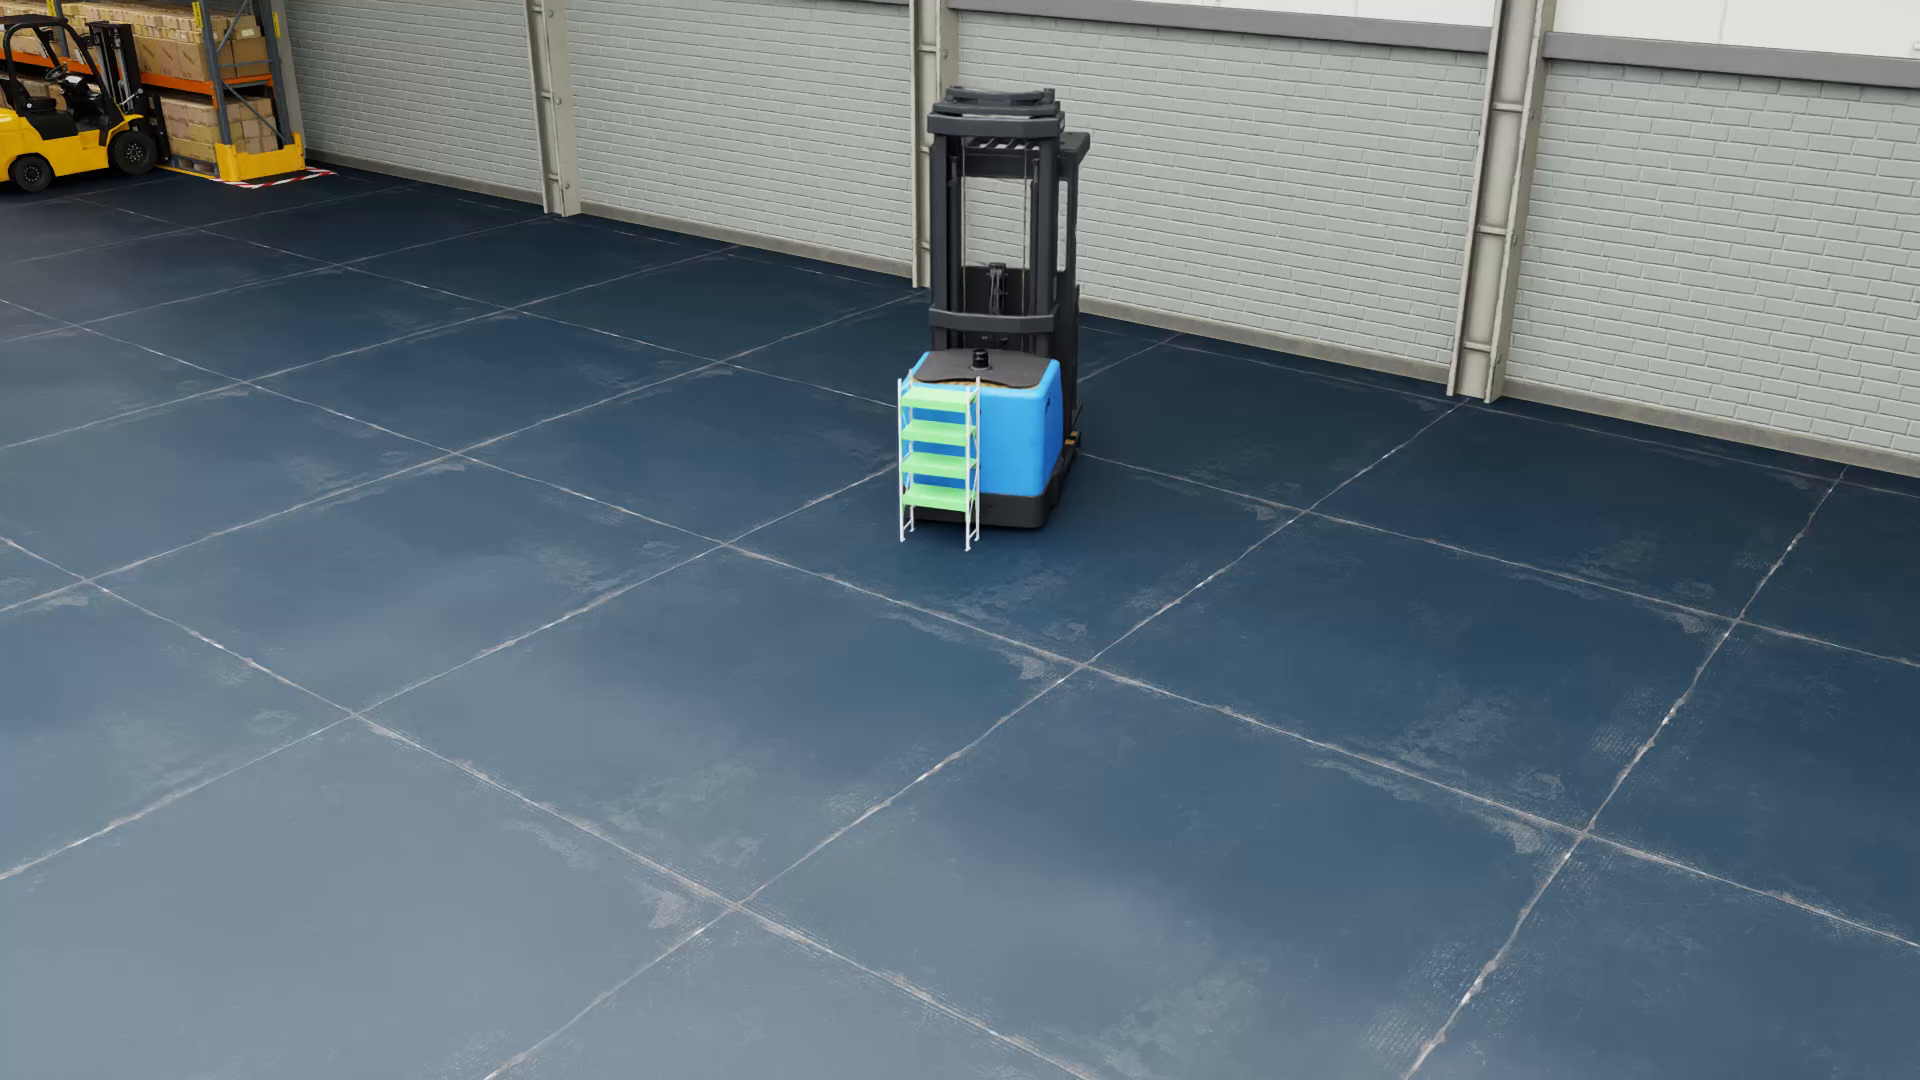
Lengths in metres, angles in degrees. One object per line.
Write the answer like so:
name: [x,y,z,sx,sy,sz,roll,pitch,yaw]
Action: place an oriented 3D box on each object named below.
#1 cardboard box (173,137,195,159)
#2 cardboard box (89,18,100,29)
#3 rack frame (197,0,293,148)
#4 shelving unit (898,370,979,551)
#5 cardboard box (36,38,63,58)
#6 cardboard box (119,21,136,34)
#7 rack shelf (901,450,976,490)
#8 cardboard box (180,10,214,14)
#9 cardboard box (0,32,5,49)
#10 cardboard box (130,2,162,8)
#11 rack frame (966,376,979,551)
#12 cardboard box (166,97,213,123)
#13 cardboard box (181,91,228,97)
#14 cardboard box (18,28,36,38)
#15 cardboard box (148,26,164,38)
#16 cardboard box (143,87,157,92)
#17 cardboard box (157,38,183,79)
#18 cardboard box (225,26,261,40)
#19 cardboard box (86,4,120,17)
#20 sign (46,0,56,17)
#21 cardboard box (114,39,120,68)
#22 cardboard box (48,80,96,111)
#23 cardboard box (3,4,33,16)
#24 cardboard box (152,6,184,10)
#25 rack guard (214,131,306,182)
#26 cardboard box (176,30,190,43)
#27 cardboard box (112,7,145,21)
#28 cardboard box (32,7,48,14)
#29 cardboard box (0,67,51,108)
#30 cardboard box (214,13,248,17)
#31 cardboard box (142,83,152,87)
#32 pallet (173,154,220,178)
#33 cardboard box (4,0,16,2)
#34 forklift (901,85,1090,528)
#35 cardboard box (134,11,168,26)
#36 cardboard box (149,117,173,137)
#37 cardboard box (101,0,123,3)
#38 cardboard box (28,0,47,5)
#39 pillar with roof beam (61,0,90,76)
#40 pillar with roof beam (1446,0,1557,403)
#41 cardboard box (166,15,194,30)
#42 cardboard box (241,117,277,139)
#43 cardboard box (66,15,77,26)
cardboard box: [-10.808,-5.619,23.672,0.500,0.250,0.500,17,29,33]
cardboard box: [-12.368,-7.498,24.119,0.250,0.149,0.380,18,29,34]
rack frame: [-9.851,-6.550,22.895,0.127,3.000,1.000,17,29,33]
shelving unit: [-0.143,-0.547,11.502,0.503,1.200,0.258,7,25,16]
cardboard box: [-13.612,-7.486,25.206,0.500,0.250,0.500,18,29,34]
cardboard box: [-11.729,-7.317,23.709,0.250,0.149,0.380,16,28,32]
rack shelf: [-0.143,-0.488,11.528,0.480,0.148,0.258,7,25,16]
cardboard box: [-10.815,-7.432,23.601,0.250,0.149,0.380,18,29,35]
cardboard box: [-14.814,-7.858,26.051,0.500,0.250,0.500,18,29,35]
cardboard box: [-11.981,-7.842,24.531,0.250,0.149,0.380,16,28,32]
rack frame: [0.089,-0.516,11.434,0.015,1.200,0.240,7,25,16]
cardboard box: [-10.818,-6.074,23.464,0.500,0.250,0.500,17,29,34]
cardboard box: [-10.918,-6.363,24.120,0.500,0.250,0.500,17,29,33]
cardboard box: [-14.014,-7.836,25.379,0.500,0.250,0.500,16,28,32]
cardboard box: [-11.123,-7.134,23.292,0.250,0.149,0.380,16,28,32]
cardboard box: [-12.044,-6.447,24.311,0.500,0.250,0.500,18,29,35]
cardboard box: [-10.812,-6.758,23.245,0.500,0.500,0.500,18,29,35]
cardboard box: [-9.967,-7.058,23.121,0.250,0.149,0.380,16,28,32]
cardboard box: [-12.502,-7.730,24.277,0.250,0.149,0.380,16,29,32]
sign: [-13.369,-7.833,24.471,0.005,0.325,0.100,17,29,33]
cardboard box: [-12.020,-7.129,24.085,0.500,0.500,0.500,16,29,33]
cardboard box: [-13.476,-6.745,25.763,0.625,0.625,0.875,18,30,36]
cardboard box: [-14.498,-8.170,25.644,0.250,0.149,0.380,17,29,34]
cardboard box: [-11.425,-7.625,24.038,0.250,0.149,0.380,18,29,35]
rack guard: [-9.831,-5.400,23.386,0.348,0.500,1.175,17,29,33]
cardboard box: [-10.518,-6.938,22.848,0.250,0.149,0.380,17,29,34]
cardboard box: [-11.896,-7.537,23.839,0.250,0.149,0.380,17,29,33]
cardboard box: [-13.840,-8.003,25.266,0.250,0.149,0.380,17,29,33]
cardboard box: [-15.234,-7.279,26.975,0.625,0.625,0.875,18,29,35]
cardboard box: [-10.167,-7.263,23.217,0.250,0.149,0.380,18,29,35]
cardboard box: [-12.127,-6.734,24.963,0.500,0.250,0.500,16,29,33]
pallet: [-10.488,-5.445,23.847,1.213,0.211,1.003,17,29,33]
cardboard box: [-15.023,-8.579,26.572,0.250,0.149,0.380,17,29,33]
forklift: [0.366,-1.992,12.637,1.130,2.935,3.031,5,24,10]
cardboard box: [-11.345,-7.323,23.354,0.250,0.149,0.380,17,29,34]
cardboard box: [-11.248,-5.972,23.854,0.500,0.250,0.500,16,28,32]
cardboard box: [-12.615,-8.016,24.926,0.250,0.149,0.380,17,29,33]
cardboard box: [-14.396,-8.398,26.161,0.250,0.149,0.380,17,29,34]
pillar with roof beam: [-17.250,-9.816,22.869,0.400,9.000,9.100,17,29,33]
pillar with roof beam: [1.954,-4.013,9.696,0.400,9.000,9.100,17,29,33]
cardboard box: [-10.705,-7.151,22.963,0.250,0.149,0.380,18,29,34]
cardboard box: [-10.102,-5.893,23.674,0.500,0.250,0.500,17,29,34]
cardboard box: [-12.954,-7.698,24.572,0.250,0.149,0.380,16,29,32]
